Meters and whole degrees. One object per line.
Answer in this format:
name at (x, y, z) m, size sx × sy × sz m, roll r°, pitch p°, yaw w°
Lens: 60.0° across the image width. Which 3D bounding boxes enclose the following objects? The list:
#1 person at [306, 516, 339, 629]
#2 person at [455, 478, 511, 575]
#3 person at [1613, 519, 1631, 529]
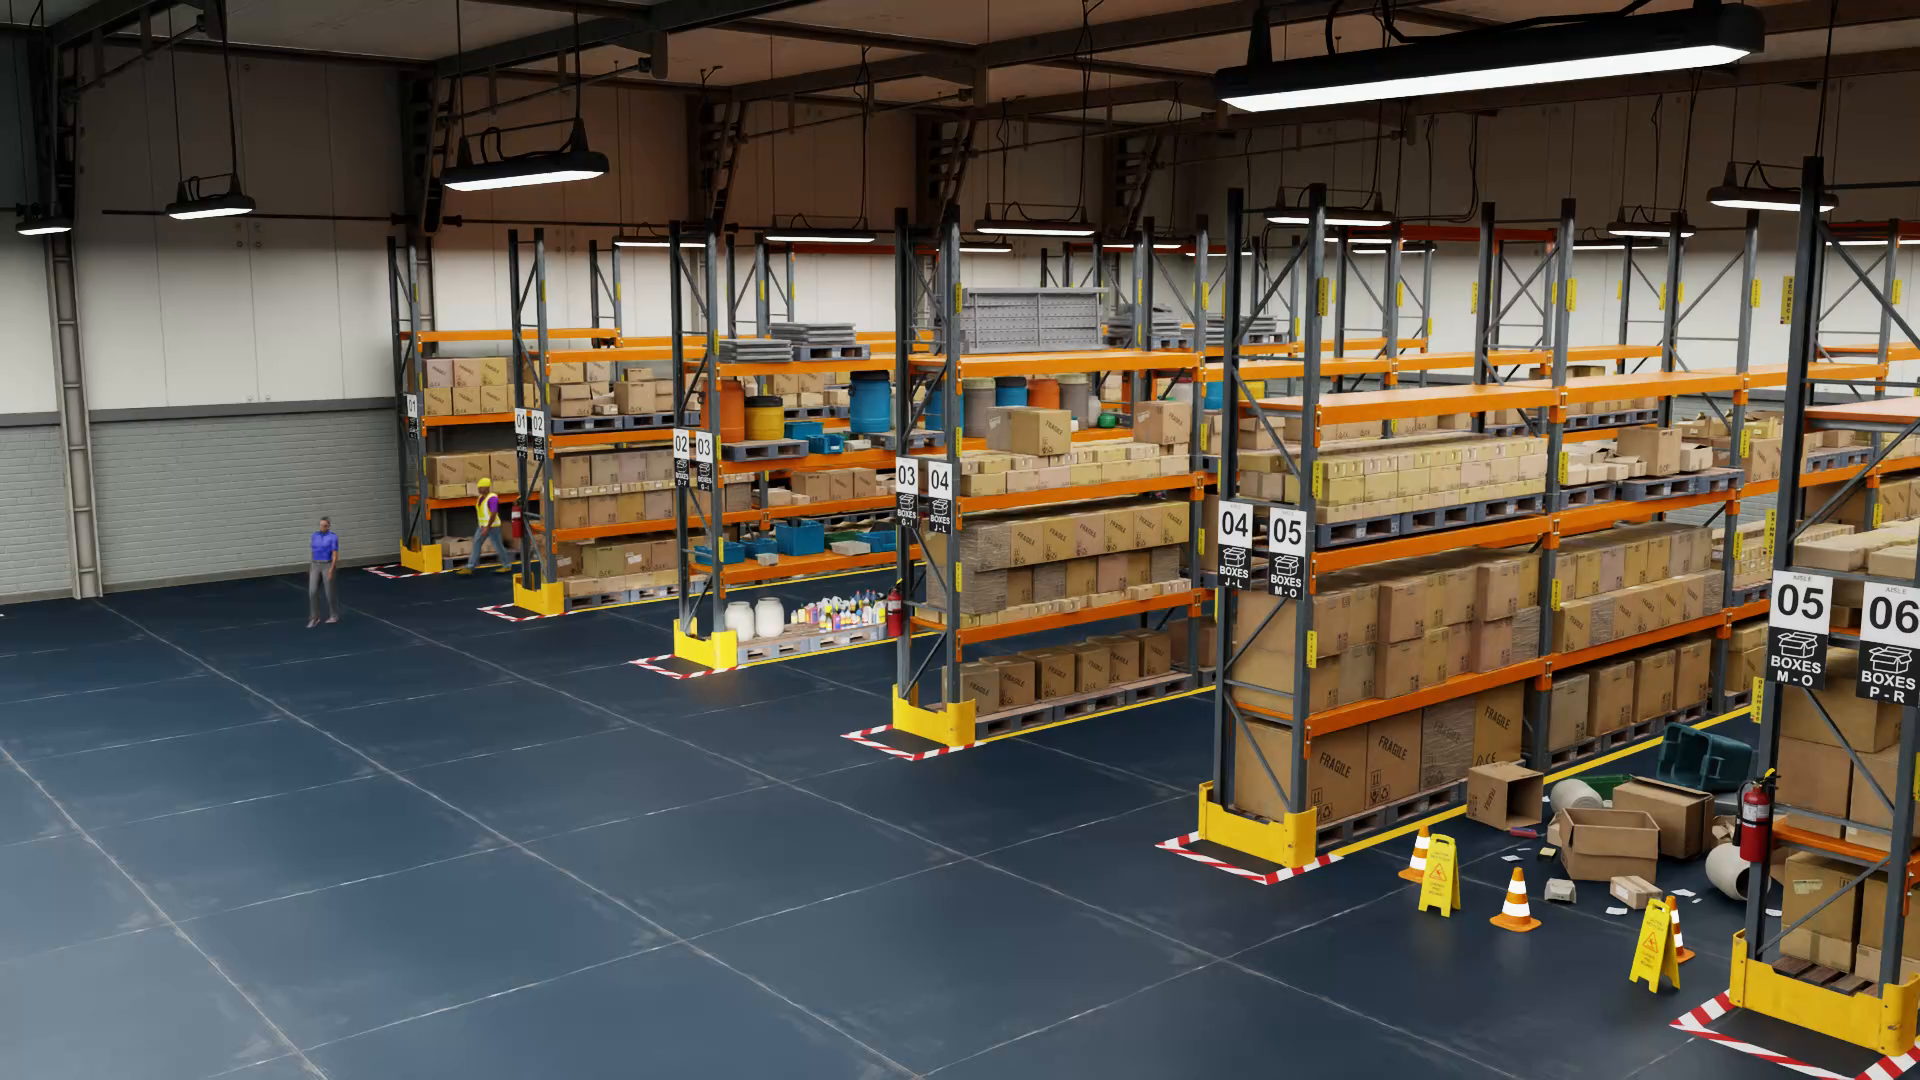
person at (-9.702, 0.498, 25.286) m, size 0.470 × 1.712 × 0.566 m, roll 1°, pitch 9°, yaw 4°
person at (-8.458, -0.243, 29.551) m, size 0.584 × 1.709 × 0.989 m, roll 7°, pitch 11°, yaw 37°
person at (10.154, 0.460, 25.358) m, size 0.871 × 1.627 × 0.476 m, roll -8°, pitch 12°, yaw -42°
